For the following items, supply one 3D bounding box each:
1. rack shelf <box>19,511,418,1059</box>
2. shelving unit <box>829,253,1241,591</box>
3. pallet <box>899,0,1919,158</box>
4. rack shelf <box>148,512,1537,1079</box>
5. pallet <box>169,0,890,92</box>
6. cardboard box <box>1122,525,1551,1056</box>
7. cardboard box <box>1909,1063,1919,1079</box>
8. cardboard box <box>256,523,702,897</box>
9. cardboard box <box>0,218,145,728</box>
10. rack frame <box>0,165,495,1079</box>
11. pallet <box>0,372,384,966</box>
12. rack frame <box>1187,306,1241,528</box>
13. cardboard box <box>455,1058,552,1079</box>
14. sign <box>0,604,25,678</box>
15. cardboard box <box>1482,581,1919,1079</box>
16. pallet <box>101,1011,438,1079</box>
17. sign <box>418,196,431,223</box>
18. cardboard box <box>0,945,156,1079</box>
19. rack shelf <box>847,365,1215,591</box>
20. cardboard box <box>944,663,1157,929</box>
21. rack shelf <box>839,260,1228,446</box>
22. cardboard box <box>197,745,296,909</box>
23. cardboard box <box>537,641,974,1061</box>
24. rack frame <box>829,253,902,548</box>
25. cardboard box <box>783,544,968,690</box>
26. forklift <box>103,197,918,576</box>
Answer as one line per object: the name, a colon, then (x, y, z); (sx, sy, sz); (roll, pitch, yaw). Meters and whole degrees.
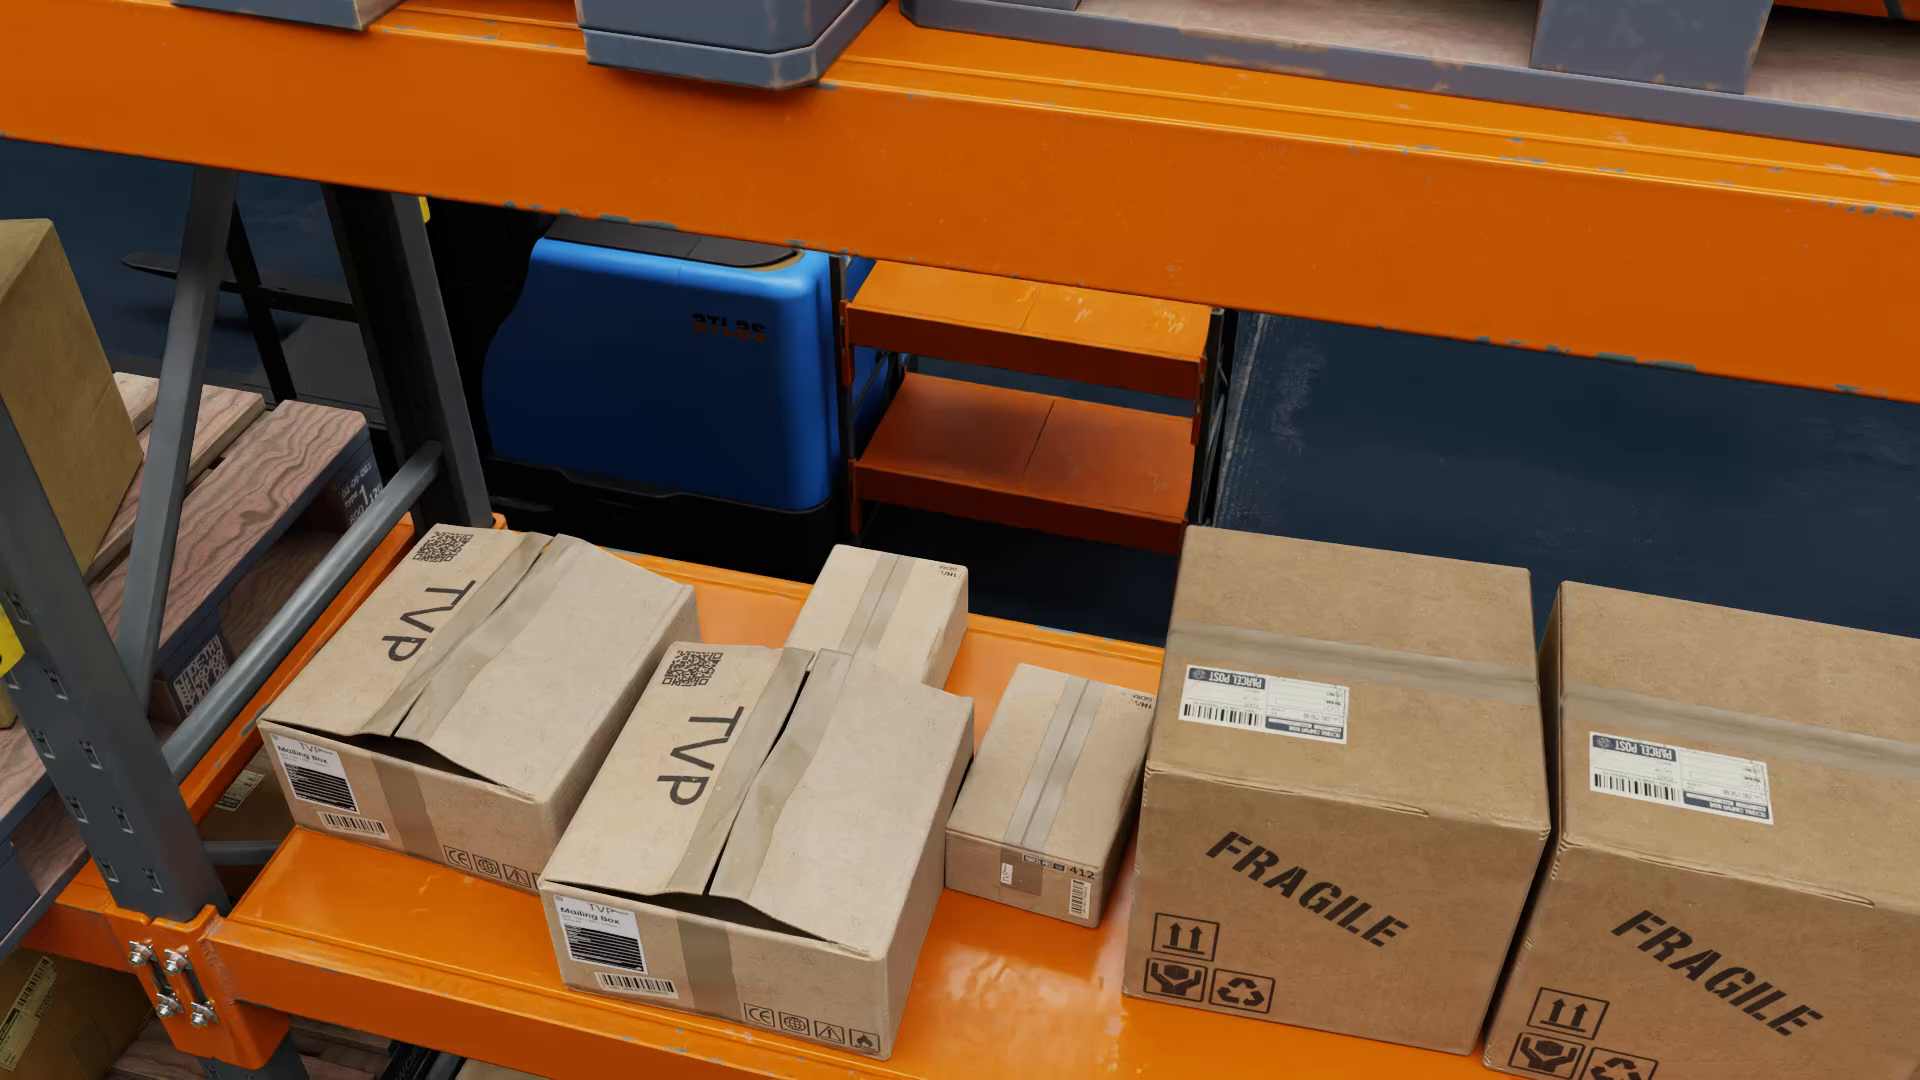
rack shelf: (-3.026, 0.066, 3.398); (4.000, 0.370, 1.077); (10, 41, 11)
shelving unit: (0.225, -0.381, 4.829); (1.048, 1.125, 0.538); (11, 41, 12)
pallet: (0.666, -0.712, 1.580); (1.213, 0.211, 1.003); (12, 41, 13)
rack shelf: (0.838, 0.731, 2.607); (4.000, 0.370, 1.077); (10, 41, 11)
pallet: (-0.416, -0.896, 1.799); (1.003, 0.211, 1.213); (12, 41, 13)
cardboard box: (0.531, 0.354, 2.419); (0.500, 0.500, 0.500); (8, 41, 9)
cardboard box: (1.523, 0.524, 2.216); (0.500, 0.500, 0.500); (13, 42, 15)
cardboard box: (-0.754, 0.245, 2.695); (0.500, 0.311, 0.500); (12, 42, 14)
cardboard box: (-1.732, -0.111, 2.645); (0.500, 0.500, 0.700); (-3, 40, -3)
rack frame: (-1.094, 0.123, 2.771); (0.127, 3.000, 1.000); (10, 41, 11)
pallet: (-1.767, 0.127, 2.915); (1.003, 0.211, 1.213); (10, 41, 11)
rack frame: (0.713, -0.290, 4.721); (0.032, 1.125, 0.500); (11, 41, 12)
cardboard box: (-0.664, 1.070, 3.019); (0.500, 0.311, 0.500); (11, 41, 13)
sign: (-1.225, 0.049, 2.021); (0.005, 0.325, 0.100); (10, 41, 11)
cardboard box: (1.039, 0.441, 2.315); (0.500, 0.500, 0.500); (10, 41, 11)
pallet: (-1.806, 1.043, 3.844); (1.213, 0.211, 1.003); (10, 41, 11)
sign: (-0.954, -0.666, 2.810); (0.005, 0.325, 0.100); (10, 41, 11)
cardboard box: (-2.058, 0.902, 3.445); (0.500, 0.500, 0.500); (11, 41, 13)
rack shelf: (0.225, -0.194, 4.986); (1.000, 0.278, 0.538); (11, 41, 12)
cardboard box: (0.152, 0.396, 2.641); (0.250, 0.149, 0.380); (13, 42, 15)
rack shelf: (0.225, -0.605, 4.641); (1.000, 0.278, 0.538); (11, 41, 12)
cardboard box: (-1.460, 0.659, 3.735); (0.500, 0.500, 0.500); (11, 41, 13)
cardboard box: (-0.280, 0.426, 2.479); (0.500, 0.311, 0.500); (9, 41, 11)
rack frame: (-0.264, -0.472, 4.937); (0.032, 1.125, 0.500); (11, 41, 12)
cardboard box: (-0.154, 0.197, 2.878); (0.250, 0.149, 0.380); (10, 41, 11)
forklift: (-1.716, -1.539, 4.804); (3.031, 2.935, 1.130); (11, 41, 12)
